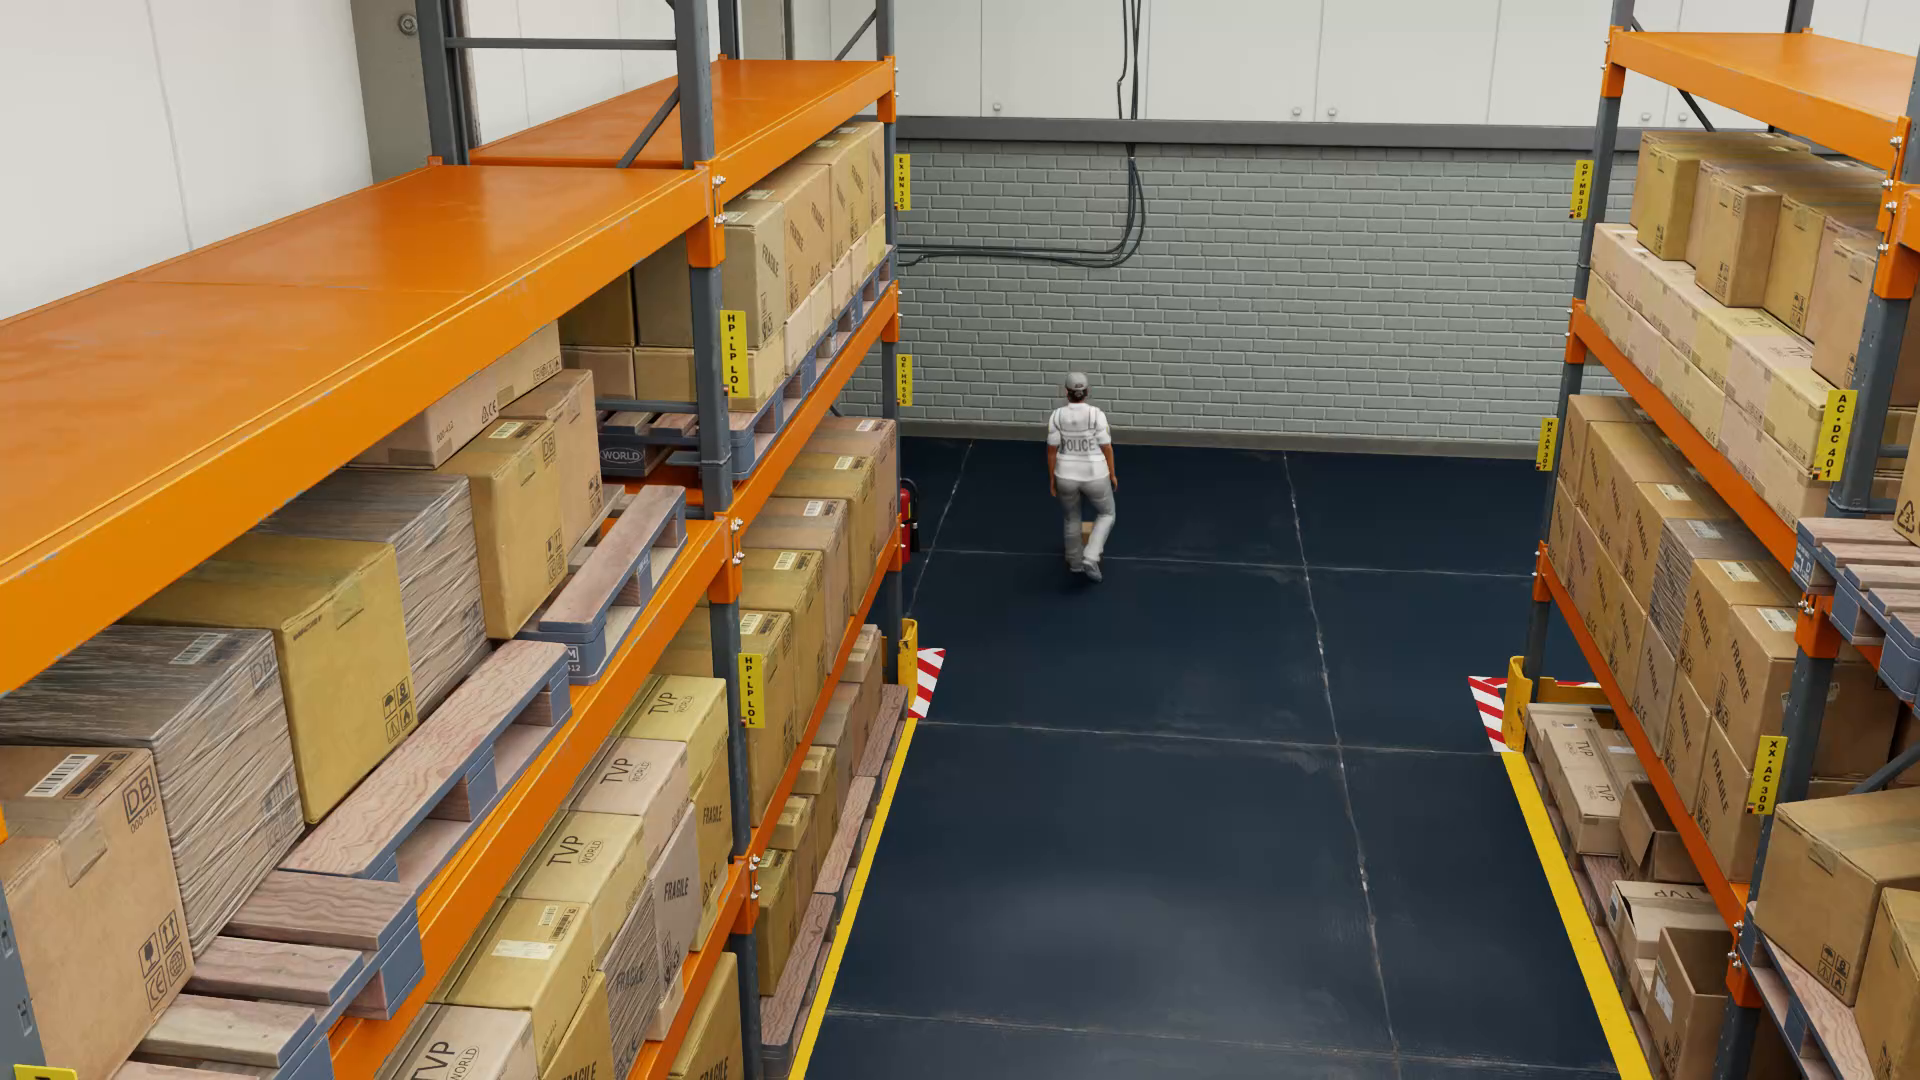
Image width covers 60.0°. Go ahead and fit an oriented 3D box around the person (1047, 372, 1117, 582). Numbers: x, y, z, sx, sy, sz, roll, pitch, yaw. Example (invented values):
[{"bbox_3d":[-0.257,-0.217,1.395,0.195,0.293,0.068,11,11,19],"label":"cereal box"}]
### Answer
[{"bbox_3d":[0.947,-0.498,12.743,0.533,1.653,0.602,6,22,14],"label":"person"}]
